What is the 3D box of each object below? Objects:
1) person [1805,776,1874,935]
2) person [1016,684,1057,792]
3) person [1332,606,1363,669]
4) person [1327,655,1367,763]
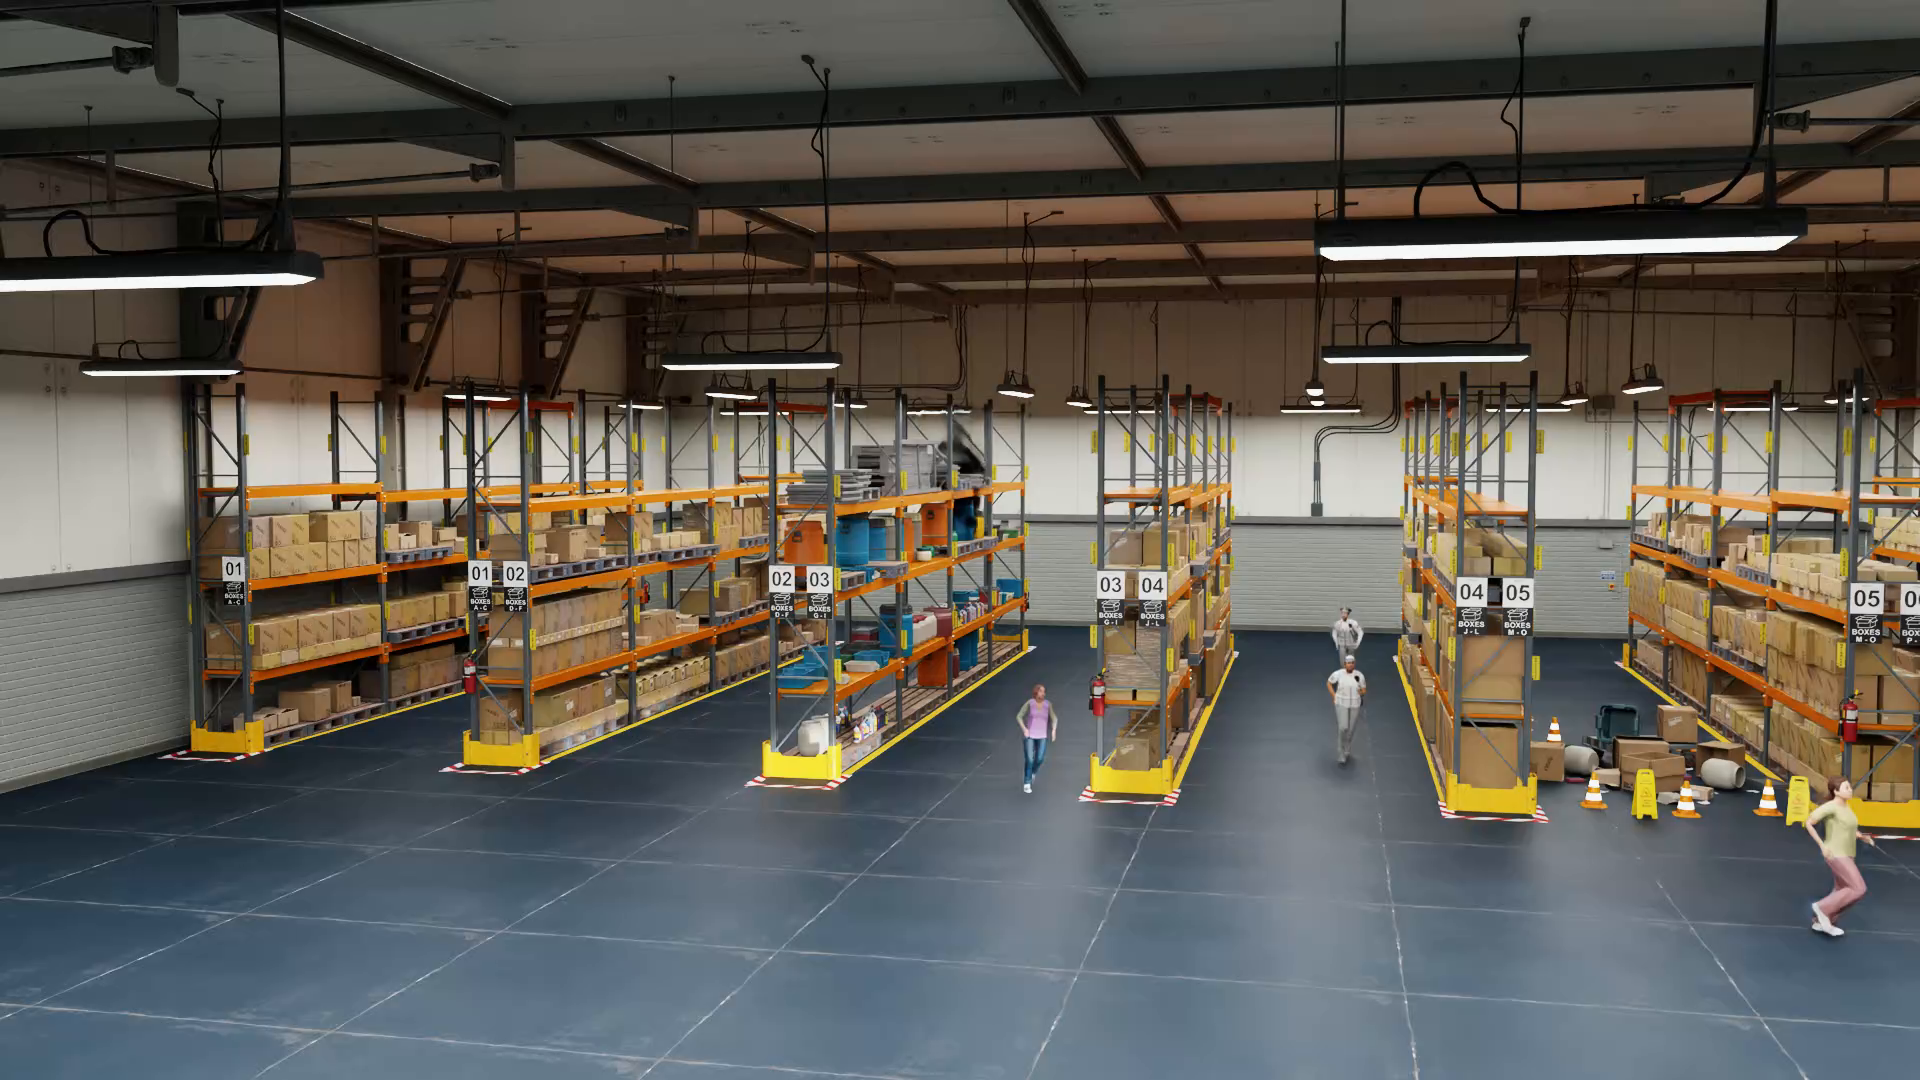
[{"bbox_3d":[8.948,3.212,16.856,0.567,1.631,0.564,-3,4,-39],"label":"person"},{"bbox_3d":[1.113,2.862,24.018,0.614,1.556,0.473,0,3,-7],"label":"person"},{"bbox_3d":[8.038,2.203,34.545,0.631,1.669,0.581,1,4,22],"label":"person"},{"bbox_3d":[6.157,2.678,26.384,0.582,1.720,0.738,0,3,-3],"label":"person"}]
